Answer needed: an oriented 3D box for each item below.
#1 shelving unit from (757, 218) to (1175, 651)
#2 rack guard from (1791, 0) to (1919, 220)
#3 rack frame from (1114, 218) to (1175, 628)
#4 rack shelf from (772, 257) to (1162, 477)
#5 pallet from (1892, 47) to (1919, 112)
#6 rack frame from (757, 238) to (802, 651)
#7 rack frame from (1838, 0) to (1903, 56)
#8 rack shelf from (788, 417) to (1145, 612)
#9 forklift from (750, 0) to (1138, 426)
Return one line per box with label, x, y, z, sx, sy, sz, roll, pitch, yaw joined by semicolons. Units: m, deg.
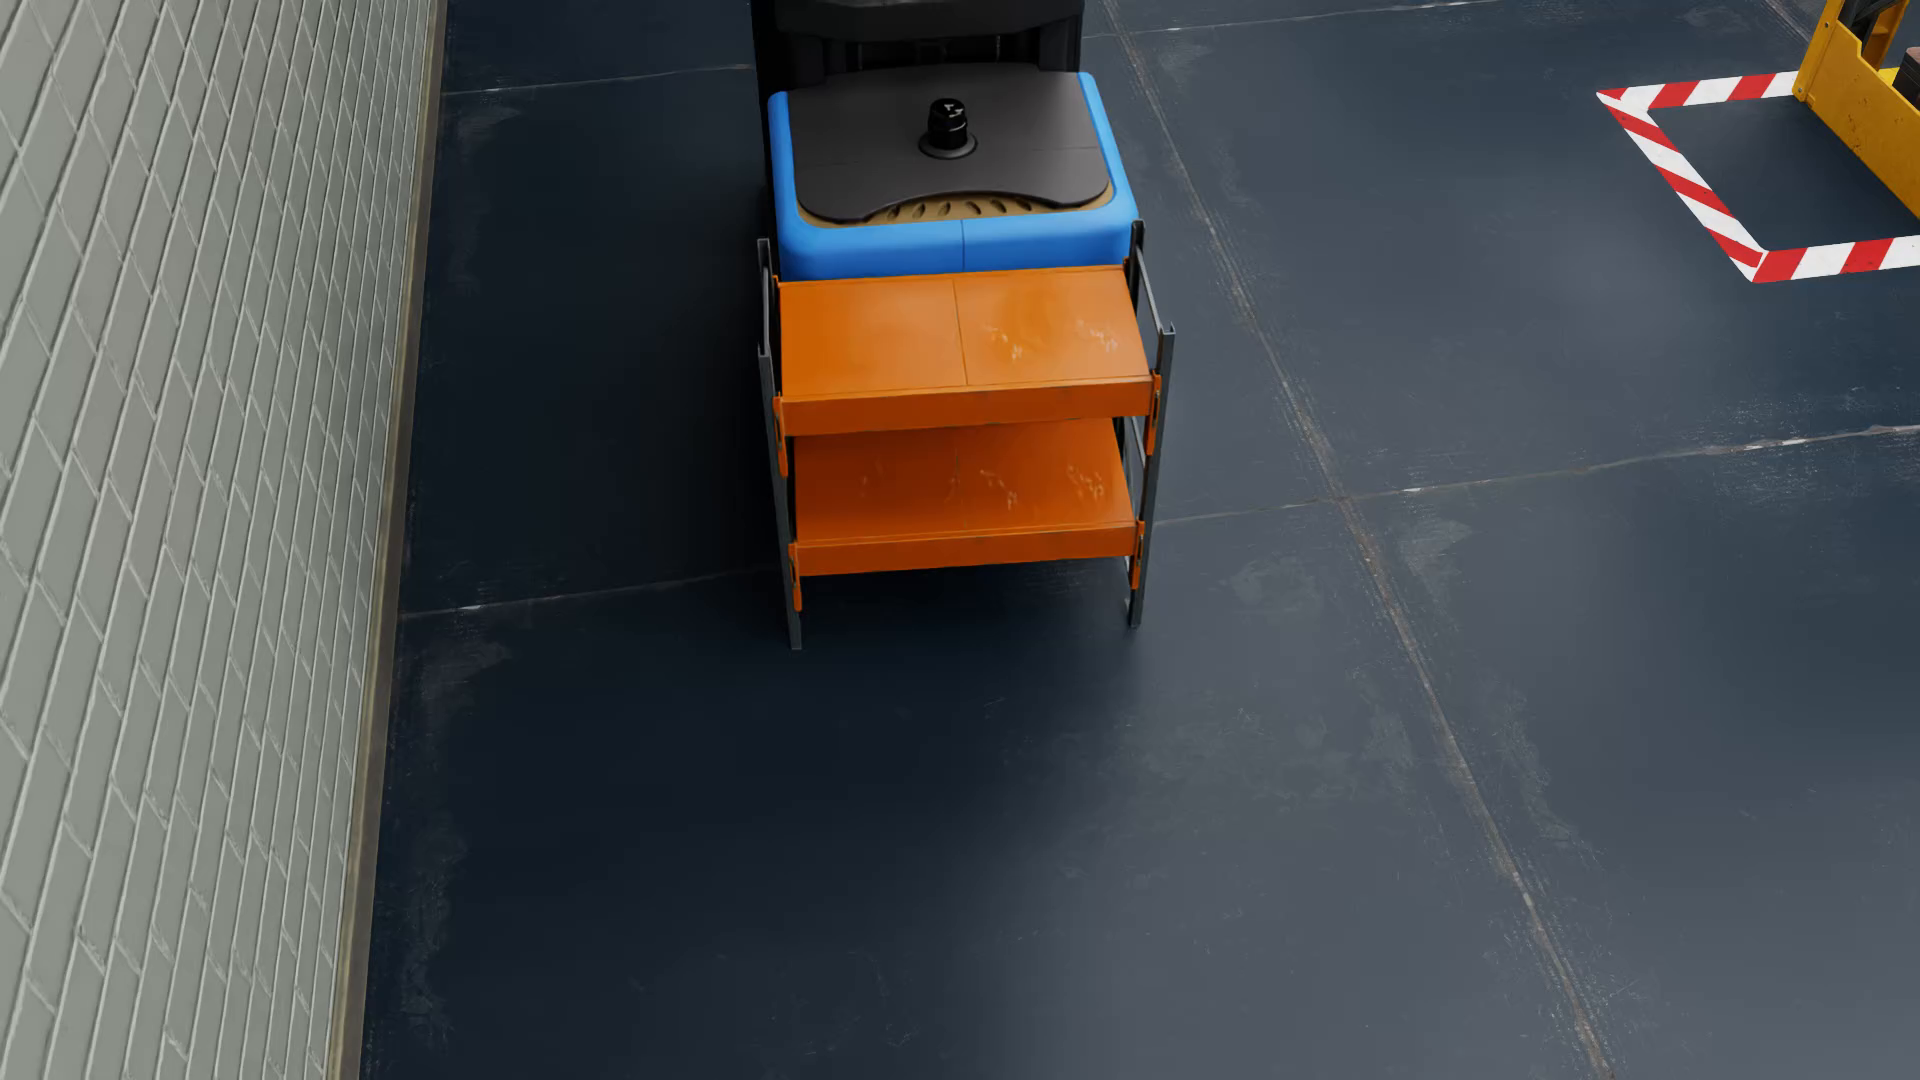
shelving unit;-0.001;-0.275;4.733;1.048;1.125;0.538;-4;46;-3
rack guard;3.805;-1.723;6.563;0.348;0.500;1.175;-7;46;-7
rack frame;0.506;-0.307;4.764;0.032;1.125;0.500;-4;46;-3
rack shelf;-0.001;-0.478;4.523;1.000;0.278;0.538;-4;46;-3
pallet;4.611;-1.697;6.739;1.213;0.211;1.003;-7;46;-7
rack frame;-0.507;-0.243;4.703;0.032;1.125;0.500;-4;46;-3
rack frame;3.730;-2.581;5.654;0.127;3.000;1.000;-7;46;-7
rack shelf;-0.001;-0.105;4.910;1.000;0.278;0.538;-4;46;-3
forklift;-0.170;-2.197;5.331;1.130;2.935;3.031;-5;46;-5
